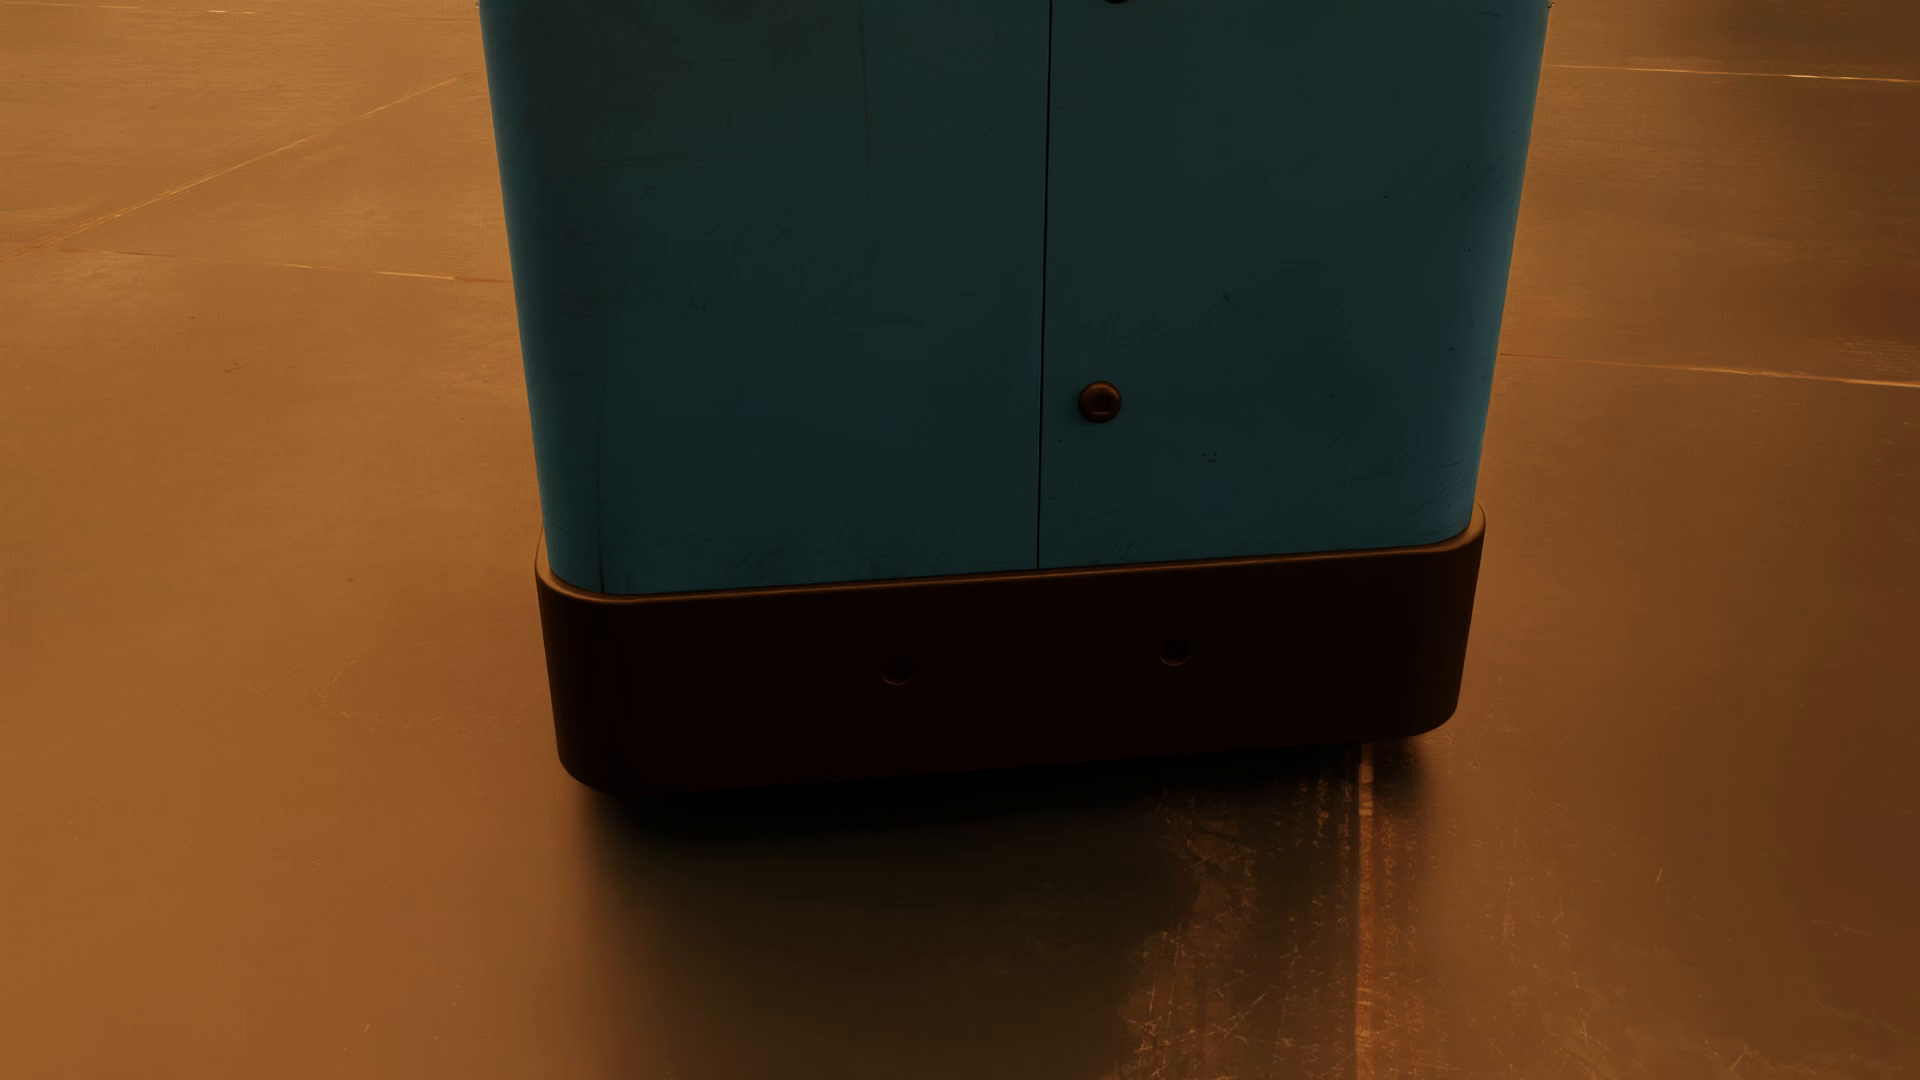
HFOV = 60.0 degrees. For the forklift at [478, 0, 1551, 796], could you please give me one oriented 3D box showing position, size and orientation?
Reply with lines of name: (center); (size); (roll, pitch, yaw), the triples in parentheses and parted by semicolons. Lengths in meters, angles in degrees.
forklift: (-0.118, -1.669, 2.554); (1.130, 2.935, 3.031); (-3, 27, -7)
